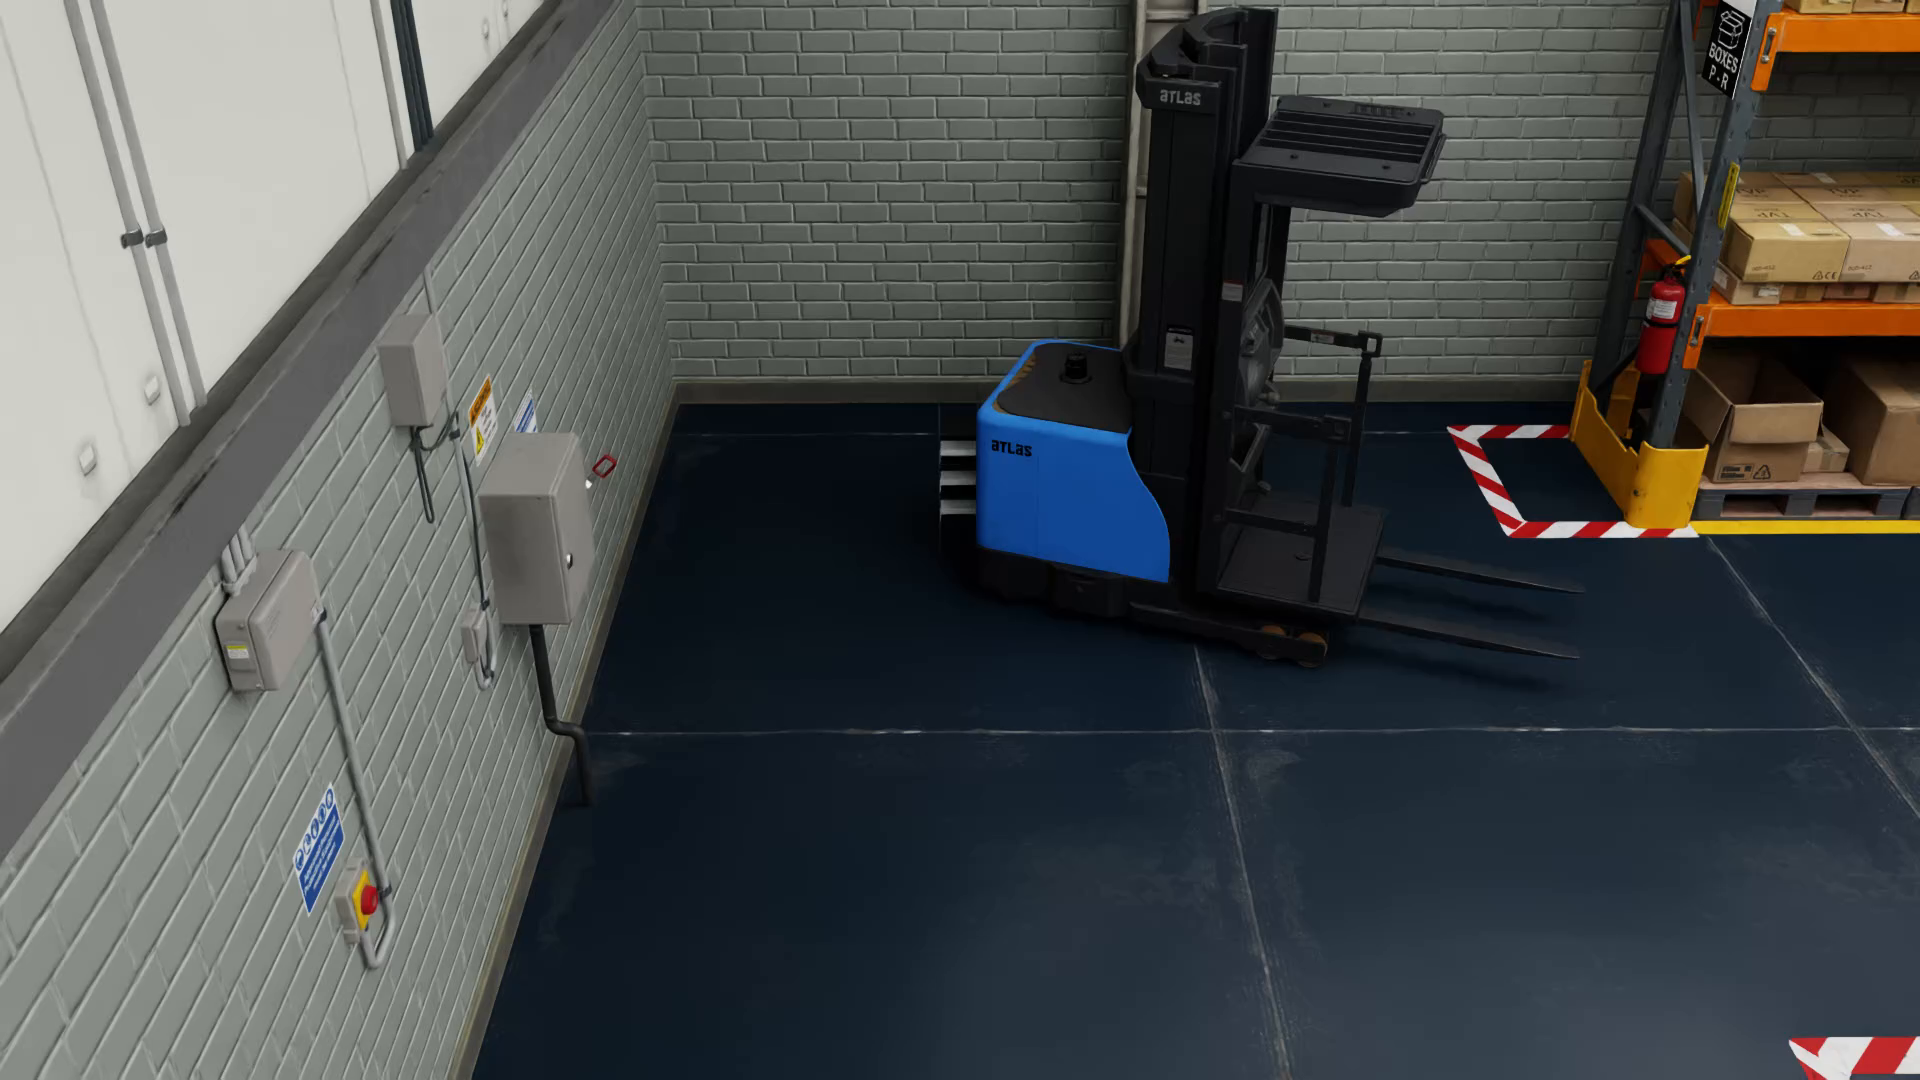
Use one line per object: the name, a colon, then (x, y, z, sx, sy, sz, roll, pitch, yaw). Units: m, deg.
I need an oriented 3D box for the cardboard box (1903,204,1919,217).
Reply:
cardboard box: (5.334, -1.578, 8.817, 0.500, 0.250, 0.500, -1, 31, -1)

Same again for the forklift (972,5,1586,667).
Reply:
forklift: (1.638, -0.937, 7.969, 3.031, 2.935, 1.130, 11, 33, 17)

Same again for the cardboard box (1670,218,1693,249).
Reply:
cardboard box: (4.198, -1.681, 9.372, 0.250, 0.149, 0.380, -1, 31, -1)

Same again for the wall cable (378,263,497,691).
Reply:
wall cable: (-1.757, -0.214, 5.732, 0.122, 1.984, 0.588, 0, 31, 0)

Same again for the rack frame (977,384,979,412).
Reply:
rack frame: (0.094, -0.385, 9.017, 0.006, 0.900, 0.240, 0, 31, 0)

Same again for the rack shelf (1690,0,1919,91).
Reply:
rack shelf: (5.868, -2.630, 8.494, 4.000, 0.370, 1.077, 0, 31, 0)

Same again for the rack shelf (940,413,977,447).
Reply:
rack shelf: (-0.008, -0.587, 8.894, 0.200, 0.077, 0.258, 0, 31, 0)

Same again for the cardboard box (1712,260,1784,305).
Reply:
cardboard box: (4.198, -1.400, 8.908, 0.250, 0.149, 0.380, 0, 31, -1)

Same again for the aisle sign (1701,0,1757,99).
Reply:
aisle sign: (3.801, -2.607, 8.150, 0.004, 0.787, 0.394, 0, 31, 0)

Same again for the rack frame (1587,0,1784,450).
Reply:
rack frame: (3.868, -1.649, 9.075, 0.127, 3.000, 1.000, 0, 31, 0)

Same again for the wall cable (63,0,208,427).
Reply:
wall cable: (-1.785, -1.475, 3.005, 0.029, 3.000, 0.463, 0, 31, 0)

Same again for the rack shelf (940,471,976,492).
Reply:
rack shelf: (-0.008, -0.356, 9.034, 0.200, 0.077, 0.258, 0, 31, 0)

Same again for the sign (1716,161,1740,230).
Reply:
sign: (3.871, -1.737, 8.387, 0.005, 0.325, 0.100, 0, 31, 0)

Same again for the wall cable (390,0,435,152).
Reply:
wall cable: (-1.766, -3.326, 6.021, 0.133, 3.039, 2.988, 0, 31, 0)

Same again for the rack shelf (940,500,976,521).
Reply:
rack shelf: (-0.008, -0.202, 9.127, 0.200, 0.077, 0.258, 0, 31, 0)

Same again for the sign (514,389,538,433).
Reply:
sign: (-1.814, -0.349, 7.025, 0.001, 0.494, 0.329, 0, 31, 0)

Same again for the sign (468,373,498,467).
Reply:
sign: (-1.811, -0.458, 6.317, 0.001, 0.242, 0.339, 0, 31, 0)

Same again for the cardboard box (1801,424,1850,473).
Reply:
cardboard box: (4.905, -0.543, 9.597, 0.250, 0.149, 0.380, -1, 31, -2)

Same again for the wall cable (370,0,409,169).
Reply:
wall cable: (-1.787, -1.865, 3.648, 0.029, 3.000, 2.355, 0, 31, 0)

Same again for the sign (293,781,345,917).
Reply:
sign: (-1.798, 0.866, 4.671, 0.001, 0.218, 0.327, 0, 31, 0)

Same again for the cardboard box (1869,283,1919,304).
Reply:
cardboard box: (4.968, -1.413, 8.929, 0.250, 0.149, 0.380, 1, 31, 1)

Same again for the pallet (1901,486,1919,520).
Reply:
pallet: (5.958, -0.462, 9.808, 1.213, 0.211, 1.003, 0, 31, 0)

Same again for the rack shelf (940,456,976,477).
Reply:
rack shelf: (-0.008, -0.433, 8.987, 0.200, 0.077, 0.258, 0, 31, 0)

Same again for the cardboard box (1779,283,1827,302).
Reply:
cardboard box: (4.452, -1.425, 8.949, 0.250, 0.149, 0.380, 1, 31, 1)

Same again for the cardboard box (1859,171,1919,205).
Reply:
cardboard box: (5.337, -1.851, 9.267, 0.500, 0.250, 0.500, 1, 31, 1)

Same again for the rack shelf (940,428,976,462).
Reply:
rack shelf: (-0.008, -0.510, 8.940, 0.200, 0.077, 0.258, 0, 31, 0)

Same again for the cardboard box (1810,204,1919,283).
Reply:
cardboard box: (4.827, -1.575, 8.812, 0.500, 0.250, 0.500, 0, 31, 0)

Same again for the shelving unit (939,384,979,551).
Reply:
shelving unit: (-0.008, -0.385, 9.017, 0.210, 0.900, 0.258, 0, 31, 0)

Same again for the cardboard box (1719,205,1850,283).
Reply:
cardboard box: (4.323, -1.573, 8.809, 0.500, 0.250, 0.500, 0, 31, 0)

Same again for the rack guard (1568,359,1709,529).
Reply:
rack guard: (3.944, -0.580, 9.724, 0.348, 0.500, 1.175, 0, 31, 0)

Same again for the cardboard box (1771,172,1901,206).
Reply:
cardboard box: (4.842, -1.852, 9.268, 0.500, 0.250, 0.500, 0, 31, 0)

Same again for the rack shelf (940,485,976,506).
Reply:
rack shelf: (-0.008, -0.279, 9.081, 0.200, 0.077, 0.258, 0, 31, 0)

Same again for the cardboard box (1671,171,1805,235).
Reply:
cardboard box: (4.326, -1.851, 9.266, 0.500, 0.250, 0.500, 1, 31, 1)

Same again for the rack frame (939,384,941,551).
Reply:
rack frame: (-0.110, -0.384, 9.016, 0.006, 0.900, 0.240, 0, 31, 0)

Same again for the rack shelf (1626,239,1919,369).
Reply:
rack shelf: (5.868, -1.347, 9.272, 4.000, 0.370, 1.077, 0, 31, 0)

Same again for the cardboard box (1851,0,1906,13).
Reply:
cardboard box: (4.450, -2.718, 8.189, 0.250, 0.149, 0.380, 0, 31, 1)

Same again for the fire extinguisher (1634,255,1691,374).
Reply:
fire extinguisher: (3.723, -1.216, 8.796, 0.183, 0.674, 0.296, 0, 31, 0)

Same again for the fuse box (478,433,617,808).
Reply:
fuse box: (-1.604, 0.417, 6.914, 0.414, 1.711, 0.539, 0, 31, 0)

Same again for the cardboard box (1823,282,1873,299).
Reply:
cardboard box: (4.715, -1.444, 8.980, 0.250, 0.149, 0.380, -1, 31, -1)

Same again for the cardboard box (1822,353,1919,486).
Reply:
cardboard box: (5.335, -0.695, 9.508, 0.500, 0.500, 0.700, 1, 31, 2)

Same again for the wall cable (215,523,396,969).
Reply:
wall cable: (-1.737, 0.508, 4.511, 0.123, 1.953, 0.585, 0, 31, 0)

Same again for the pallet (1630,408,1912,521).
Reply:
pallet: (4.741, -0.459, 9.804, 1.213, 0.211, 1.003, 0, 31, 0)

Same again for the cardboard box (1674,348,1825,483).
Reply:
cardboard box: (4.480, -0.714, 9.536, 0.637, 0.503, 0.797, -1, 31, -2)

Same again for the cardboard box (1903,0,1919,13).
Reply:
cardboard box: (4.707, -2.710, 8.176, 0.250, 0.149, 0.380, 0, 31, 0)

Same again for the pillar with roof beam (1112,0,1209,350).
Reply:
pillar with roof beam: (1.192, -2.439, 4.595, 0.400, 9.000, 9.100, 0, 31, 0)

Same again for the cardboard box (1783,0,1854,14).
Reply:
cardboard box: (4.188, -2.704, 8.165, 0.250, 0.149, 0.380, 0, 31, 1)
